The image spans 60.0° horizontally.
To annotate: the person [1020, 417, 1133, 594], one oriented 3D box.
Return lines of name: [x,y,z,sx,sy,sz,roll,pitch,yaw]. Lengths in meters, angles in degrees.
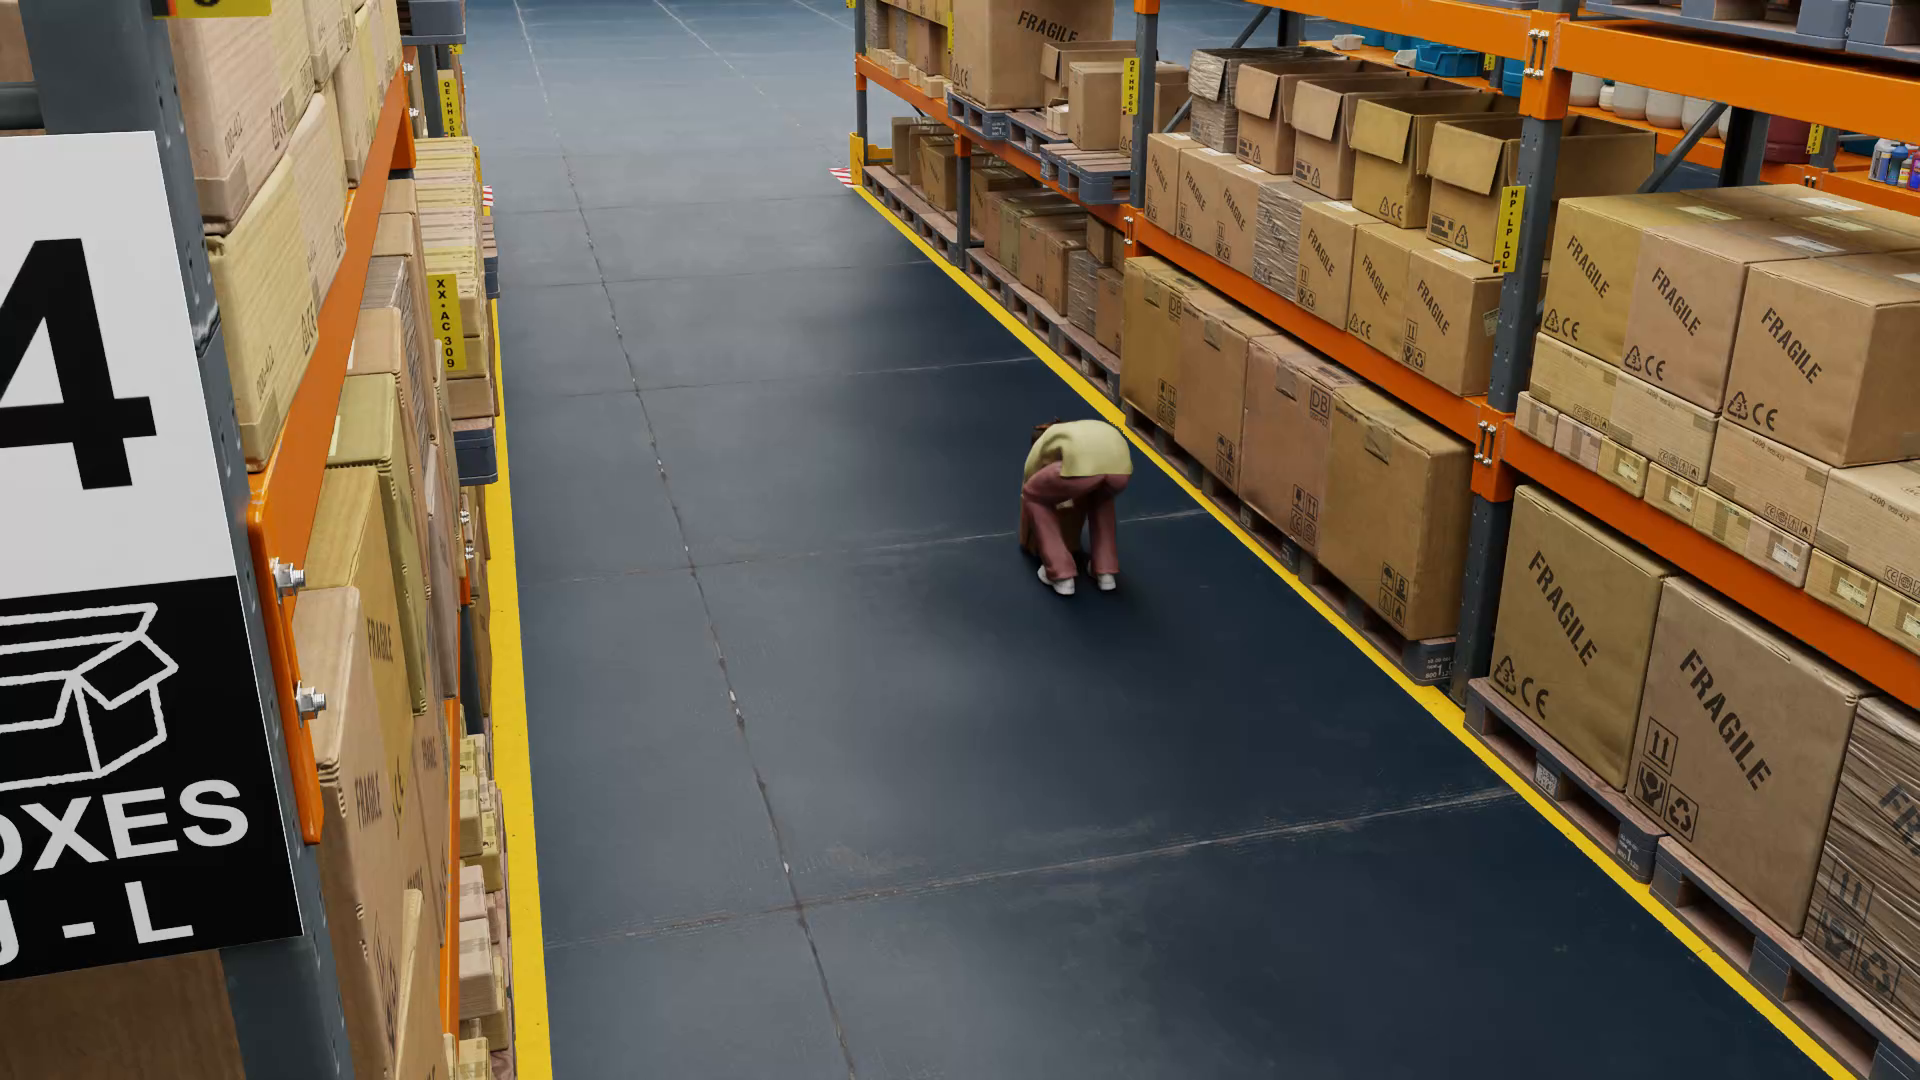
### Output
person: [0.542,-0.227,8.206,0.477,0.843,0.853,-7,24,-17]
